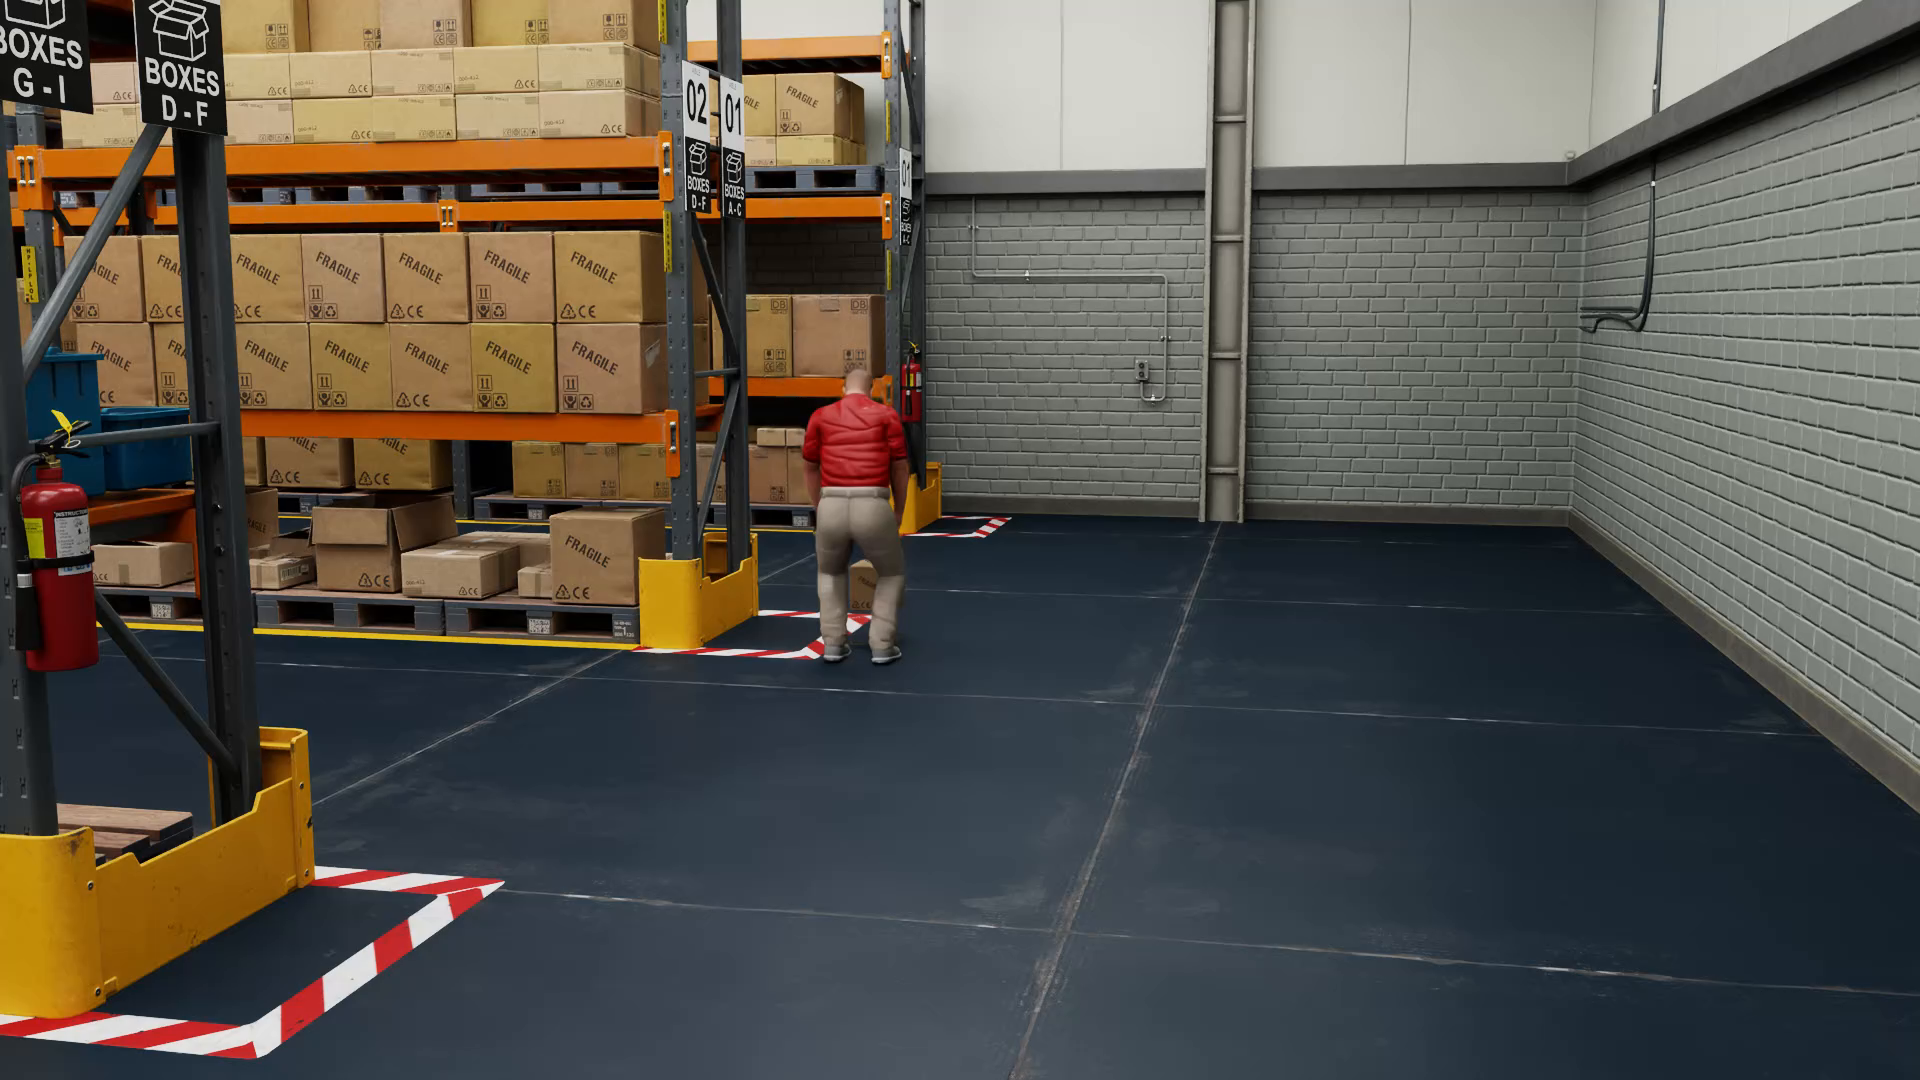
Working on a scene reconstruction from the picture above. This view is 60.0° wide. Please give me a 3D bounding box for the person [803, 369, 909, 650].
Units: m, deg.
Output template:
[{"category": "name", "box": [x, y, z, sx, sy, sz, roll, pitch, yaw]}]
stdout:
[{"category": "person", "box": [-0.571, -0.168, 8.916, 0.581, 1.482, 0.574, 1, 8, 10]}]
